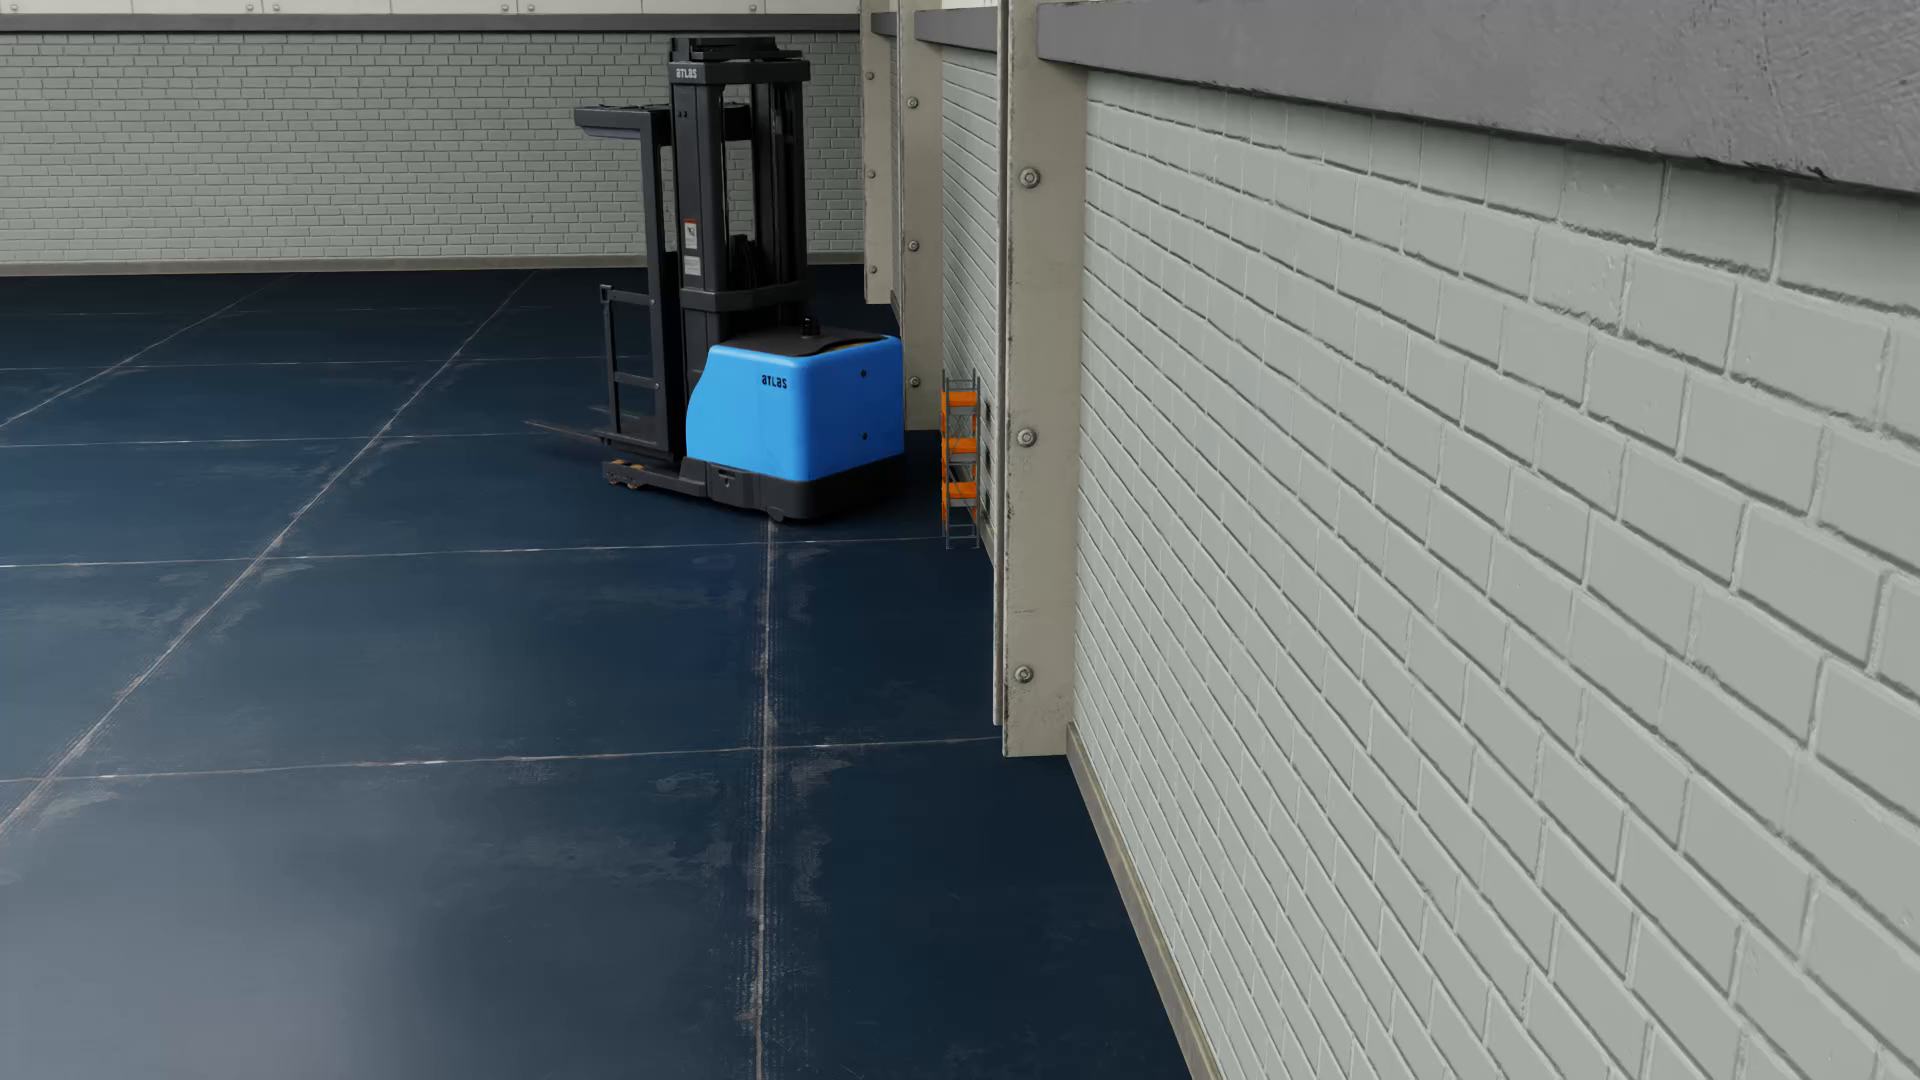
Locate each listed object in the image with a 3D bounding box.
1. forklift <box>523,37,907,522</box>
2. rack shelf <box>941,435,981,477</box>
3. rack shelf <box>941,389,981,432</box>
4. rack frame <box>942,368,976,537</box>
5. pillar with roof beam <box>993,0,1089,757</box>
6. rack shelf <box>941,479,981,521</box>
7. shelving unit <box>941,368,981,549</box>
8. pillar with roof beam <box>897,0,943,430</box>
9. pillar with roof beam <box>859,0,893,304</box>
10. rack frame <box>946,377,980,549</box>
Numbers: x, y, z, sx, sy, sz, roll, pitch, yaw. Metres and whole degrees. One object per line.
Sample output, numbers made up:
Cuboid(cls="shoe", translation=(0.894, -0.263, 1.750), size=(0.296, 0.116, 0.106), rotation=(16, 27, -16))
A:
Cuboid(cls="forklift", translation=(-1.822, -1.852, 11.183), size=(3.031, 2.935, 1.130), rotation=(13, 22, 37))
Cuboid(cls="rack shelf", translation=(0.006, -0.475, 9.972), size=(0.215, 0.259, 0.240), rotation=(-2, 18, -6))
Cuboid(cls="rack shelf", translation=(0.006, -0.746, 9.887), size=(0.215, 0.259, 0.240), rotation=(-2, 18, -6))
Cuboid(cls="rack frame", translation=(-0.007, -0.521, 10.085), size=(0.200, 1.050, 0.008), rotation=(-2, 18, -6))
Cuboid(cls="pillar with roof beam", translation=(-3.958, -3.286, 5.621), size=(9.100, 9.000, 0.400), rotation=(-2, 18, -6))
Cuboid(cls="rack shelf", translation=(0.006, -0.210, 10.055), size=(0.215, 0.259, 0.240), rotation=(-2, 18, -6))
Cuboid(cls="shelving unit", translation=(0.006, -0.485, 9.969), size=(0.215, 1.050, 0.252), rotation=(-2, 18, -6))
Cuboid(cls="pillar with roof beam", translation=(-4.577, -5.074, 11.315), size=(9.100, 9.000, 0.400), rotation=(-2, 18, -6))
Cuboid(cls="pillar with roof beam", translation=(-5.196, -6.861, 17.009), size=(9.100, 9.000, 0.400), rotation=(-2, 18, -6))
Cuboid(cls="rack frame", translation=(0.018, -0.449, 9.853), size=(0.200, 1.050, 0.008), rotation=(-2, 18, -6))
